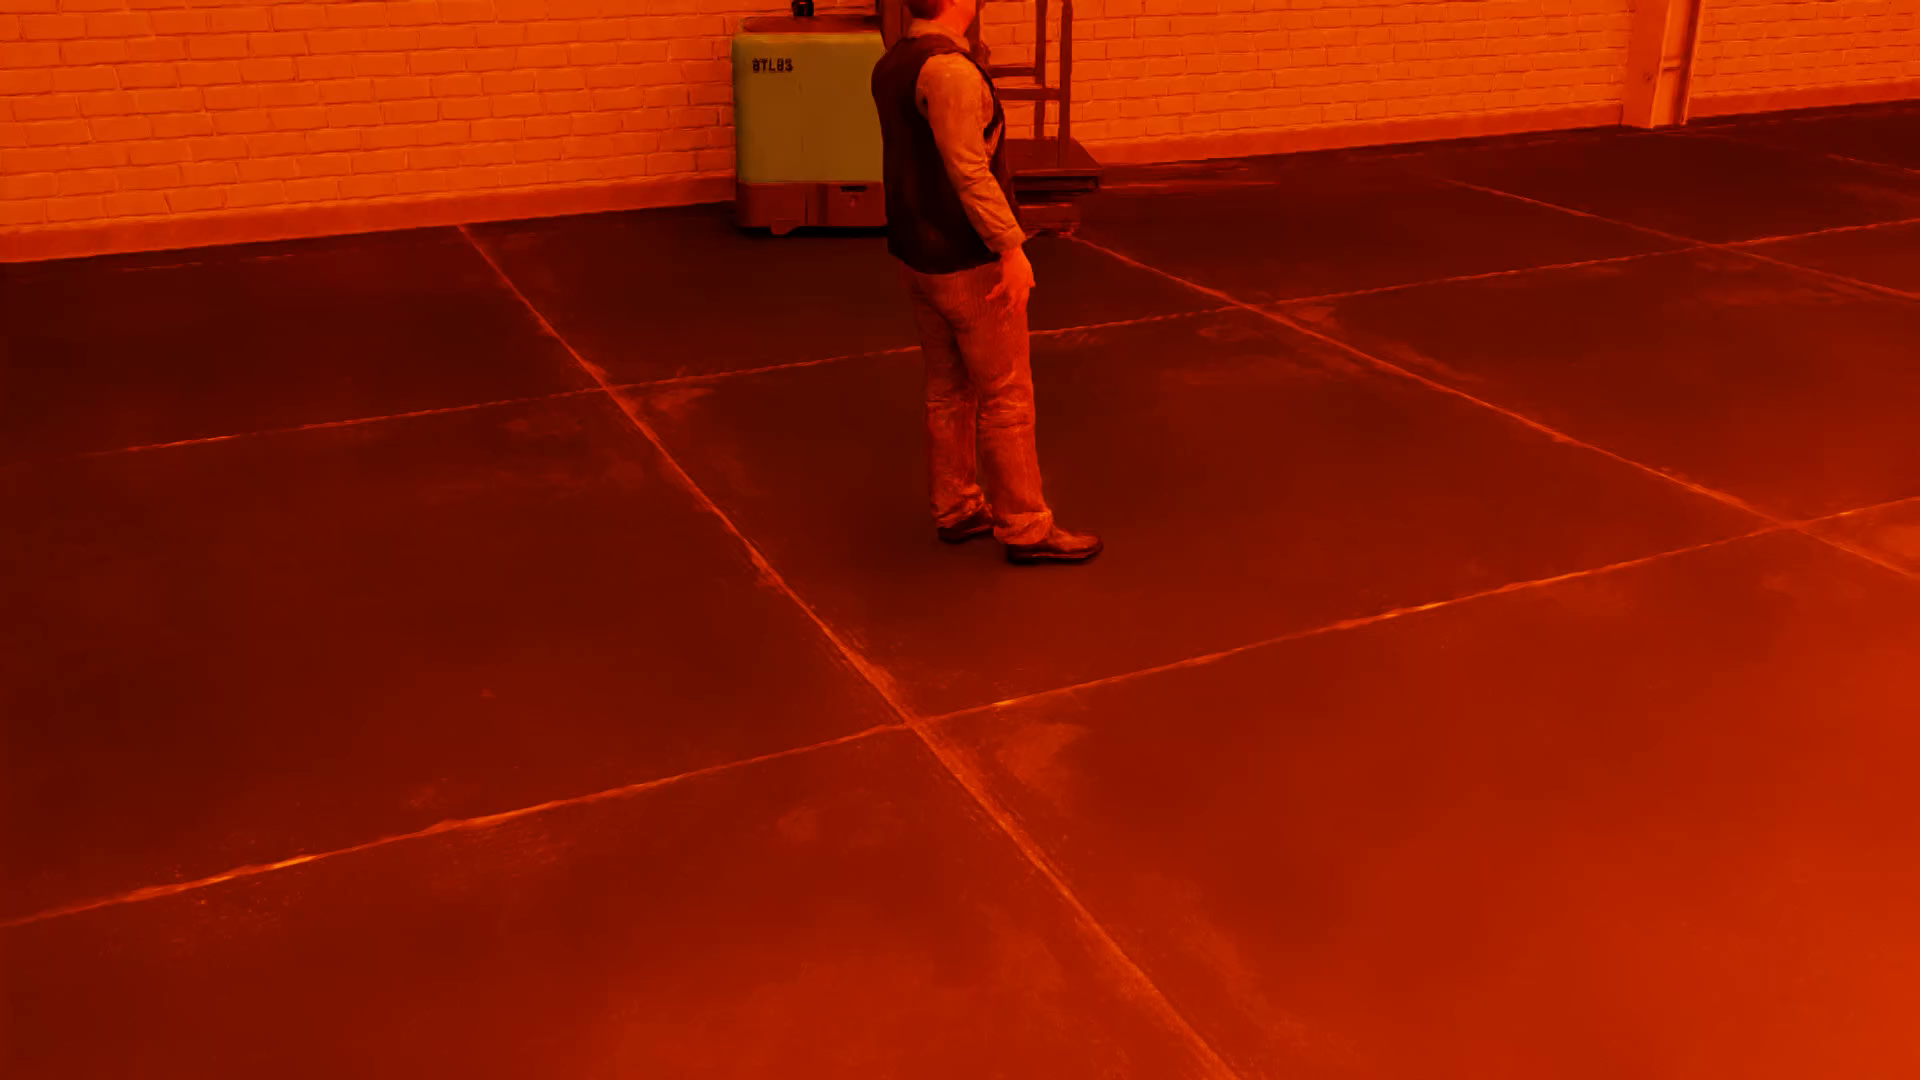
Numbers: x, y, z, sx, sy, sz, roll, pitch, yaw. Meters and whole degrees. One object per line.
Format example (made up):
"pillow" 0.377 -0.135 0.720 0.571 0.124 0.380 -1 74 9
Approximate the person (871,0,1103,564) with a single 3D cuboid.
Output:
"person" 0.060 -0.809 4.791 0.567 1.720 0.632 -10 25 -23

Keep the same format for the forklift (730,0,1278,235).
"forklift" 0.254 -3.228 9.057 3.031 2.935 1.130 -2 23 -5
